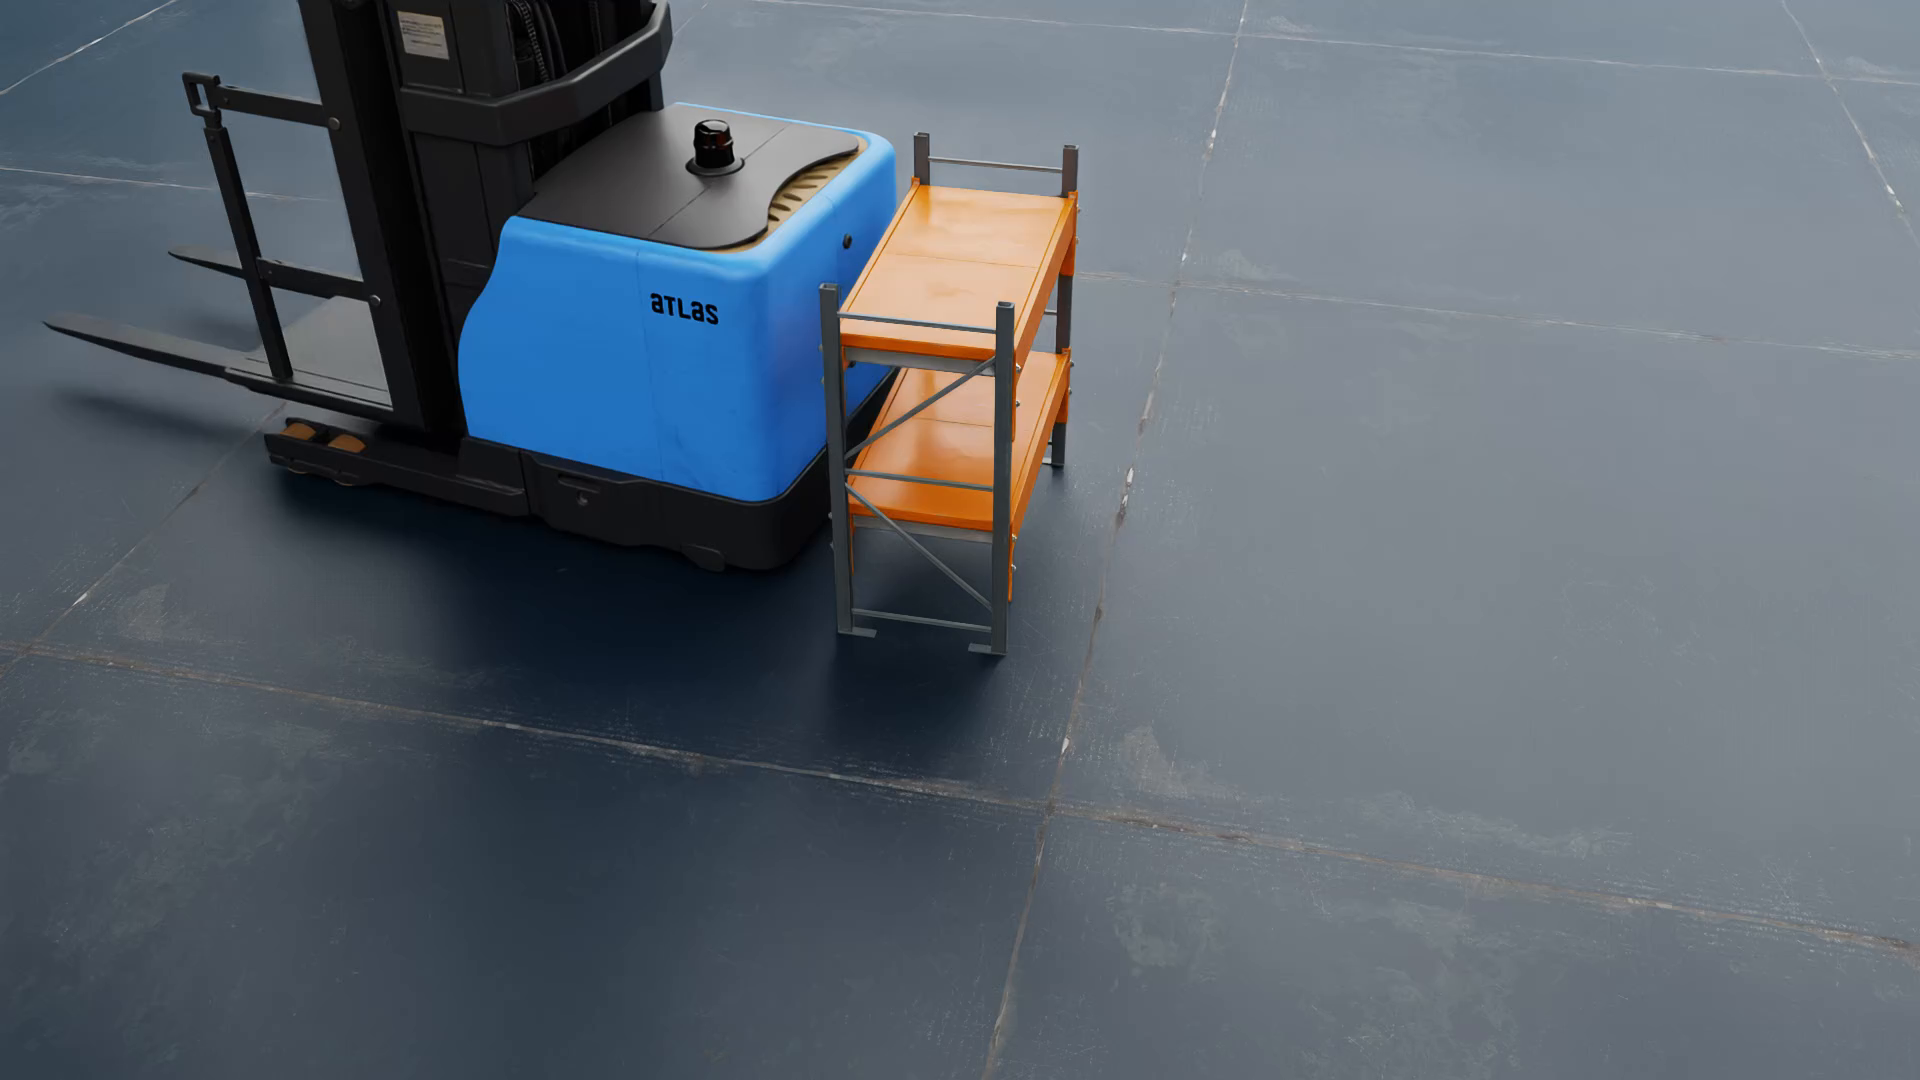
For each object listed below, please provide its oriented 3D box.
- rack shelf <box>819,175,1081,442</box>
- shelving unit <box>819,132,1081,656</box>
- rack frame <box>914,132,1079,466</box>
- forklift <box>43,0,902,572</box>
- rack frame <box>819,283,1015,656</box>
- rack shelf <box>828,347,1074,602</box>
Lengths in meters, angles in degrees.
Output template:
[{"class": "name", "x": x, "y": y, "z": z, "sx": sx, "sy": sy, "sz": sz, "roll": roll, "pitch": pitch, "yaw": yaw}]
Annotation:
[{"class": "rack shelf", "x": -0.001, "y": -0.689, "z": 4.743, "sx": 0.538, "sy": 0.278, "sz": 1.000, "roll": 7, "pitch": 37, "yaw": 10}, {"class": "shelving unit", "x": -0.001, "y": -0.452, "z": 4.915, "sx": 0.538, "sy": 1.125, "sz": 1.048, "roll": 7, "pitch": 37, "yaw": 10}, {"class": "rack frame", "x": 0.107, "y": -0.743, "z": 5.317, "sx": 0.500, "sy": 1.125, "sz": 0.032, "roll": 7, "pitch": 37, "yaw": 10}, {"class": "forklift", "x": -1.754, "y": -1.636, "z": 5.010, "sx": 3.031, "sy": 2.935, "sz": 1.130, "roll": 13, "pitch": 38, "yaw": 18}, {"class": "rack frame", "x": -0.110, "y": -0.160, "z": 4.512, "sx": 0.500, "sy": 1.125, "sz": 0.032, "roll": 7, "pitch": 37, "yaw": 10}, {"class": "rack shelf", "x": -0.001, "y": -0.254, "z": 5.058, "sx": 0.538, "sy": 0.278, "sz": 1.000, "roll": 7, "pitch": 37, "yaw": 10}]
